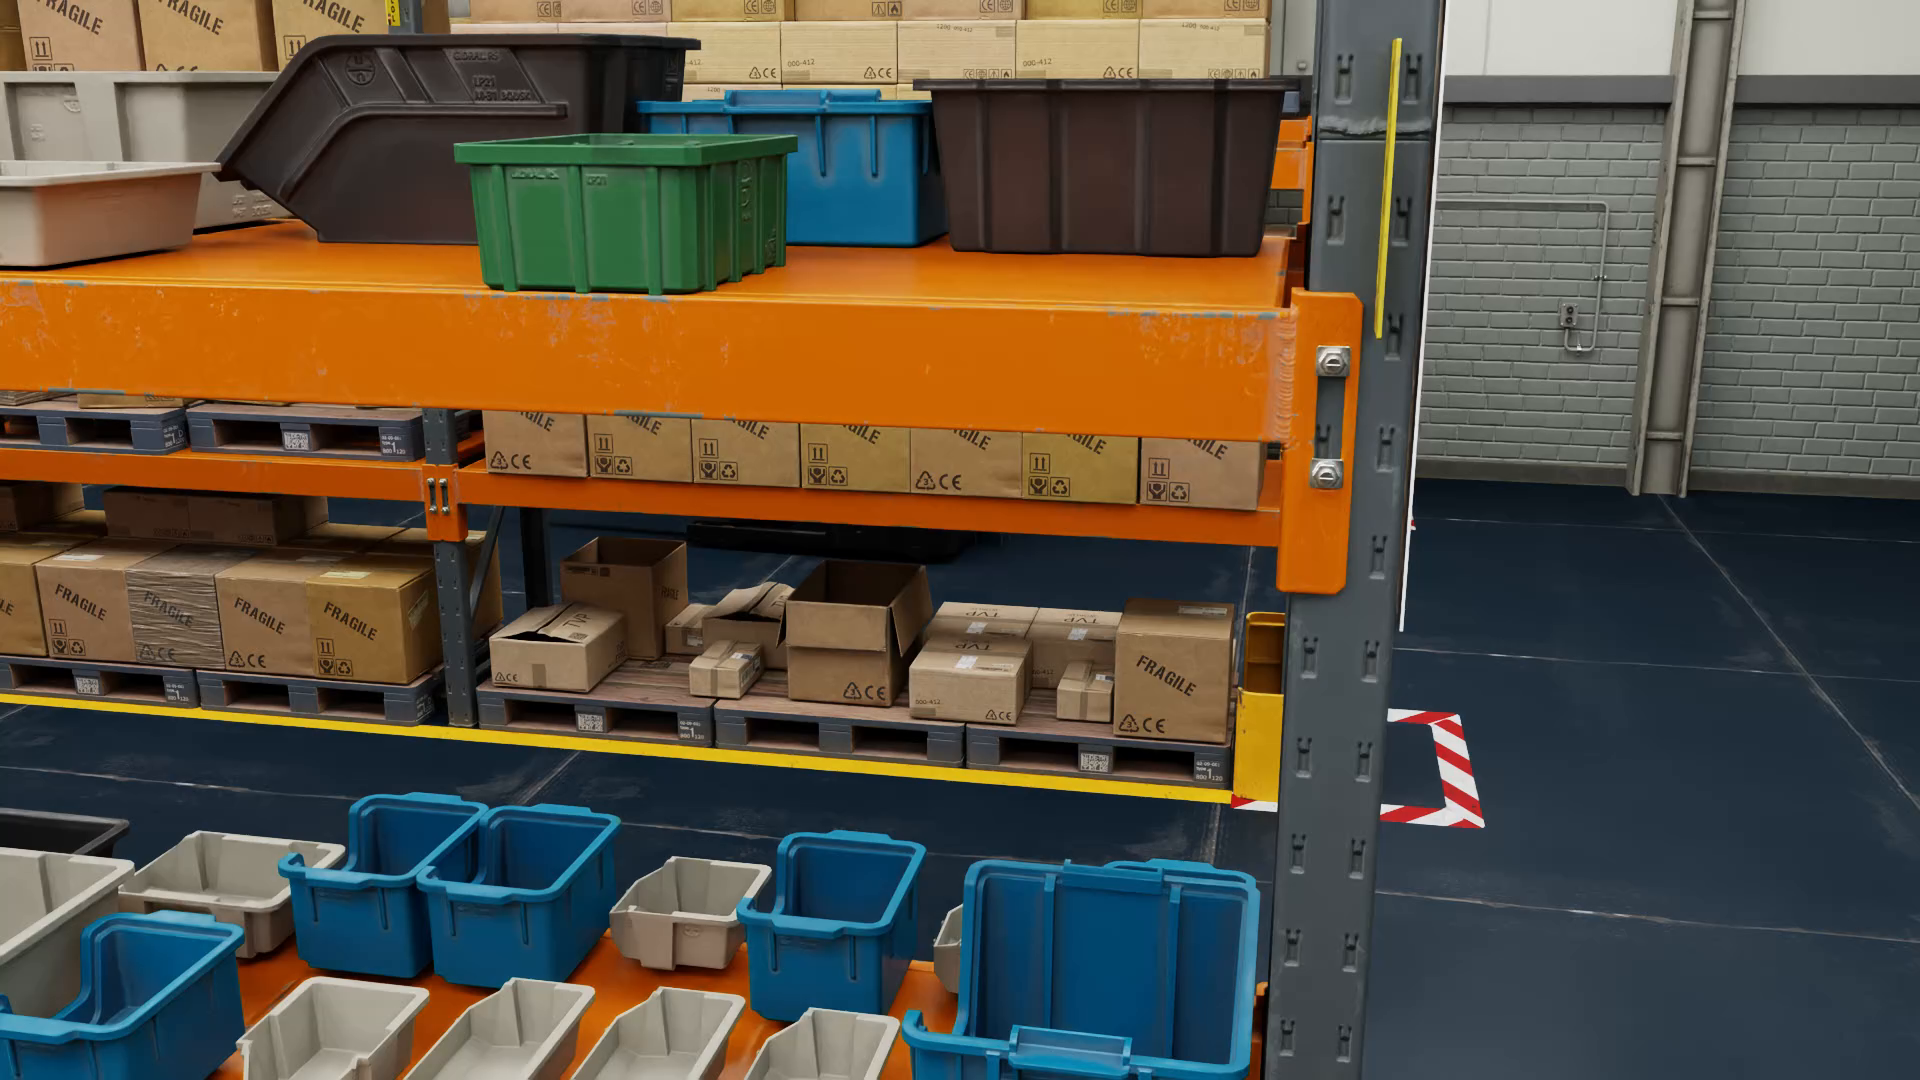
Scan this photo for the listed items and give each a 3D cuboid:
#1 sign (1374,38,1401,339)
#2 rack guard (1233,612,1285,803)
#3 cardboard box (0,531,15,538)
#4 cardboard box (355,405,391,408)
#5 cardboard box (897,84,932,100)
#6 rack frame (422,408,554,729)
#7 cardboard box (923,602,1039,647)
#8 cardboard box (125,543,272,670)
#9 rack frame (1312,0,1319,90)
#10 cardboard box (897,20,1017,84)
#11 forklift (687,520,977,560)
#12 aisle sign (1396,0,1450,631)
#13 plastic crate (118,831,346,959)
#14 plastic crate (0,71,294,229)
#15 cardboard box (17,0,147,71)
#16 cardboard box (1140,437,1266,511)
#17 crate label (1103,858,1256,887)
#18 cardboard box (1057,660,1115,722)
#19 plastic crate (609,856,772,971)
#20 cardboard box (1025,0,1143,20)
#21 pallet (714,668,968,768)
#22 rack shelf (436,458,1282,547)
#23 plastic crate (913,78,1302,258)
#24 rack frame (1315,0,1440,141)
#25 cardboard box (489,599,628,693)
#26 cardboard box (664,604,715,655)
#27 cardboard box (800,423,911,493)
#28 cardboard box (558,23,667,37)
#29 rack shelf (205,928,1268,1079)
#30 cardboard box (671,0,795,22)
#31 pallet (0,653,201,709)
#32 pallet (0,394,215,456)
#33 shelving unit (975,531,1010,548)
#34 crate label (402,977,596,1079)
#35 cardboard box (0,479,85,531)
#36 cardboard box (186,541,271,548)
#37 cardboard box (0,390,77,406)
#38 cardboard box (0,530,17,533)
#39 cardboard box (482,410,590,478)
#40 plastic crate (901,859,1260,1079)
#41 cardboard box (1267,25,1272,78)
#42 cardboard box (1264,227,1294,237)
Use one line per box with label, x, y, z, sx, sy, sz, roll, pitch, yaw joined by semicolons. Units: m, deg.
sign;0.482;-0.395;1.877;0.005;0.325;0.100;3;16;11
rack guard;1.492;0.760;7.812;0.348;0.500;1.175;3;16;11
cardboard box;-5.370;0.252;8.822;0.500;0.500;0.500;3;16;9
cardboard box;-2.773;-0.988;8.465;0.500;0.500;0.700;-2;16;-8
cardboard box;0.030;-1.825;7.123;0.500;0.250;0.500;3;16;11
rack frame;-2.353;-0.653;8.232;0.127;3.000;1.000;3;16;11
cardboard box;0.110;0.516;8.336;0.500;0.250;0.500;3;16;11
cardboard box;-3.868;0.333;8.530;0.500;0.500;0.500;3;16;12
rack frame;2.550;-4.628;11.342;0.127;3.000;1.000;3;16;11
cardboard box;0.033;-2.070;7.070;0.500;0.250;0.500;3;16;11
forklift;-1.359;-1.483;11.355;3.031;2.935;1.130;4;16;15
aisle sign;0.588;-0.317;2.149;0.004;0.787;0.394;3;16;11
plastic crate;-1.578;0.754;3.531;0.466;0.136;0.293;3;16;11
plastic crate;-1.535;-0.732;3.119;0.530;0.282;0.437;3;16;11
cardboard box;-4.140;-2.514;8.169;0.600;0.600;0.600;2;16;9
cardboard box;1.073;-0.441;7.279;0.500;0.500;0.500;4;16;13
crate label;0.400;0.807;3.159;0.303;0.233;0.416;3;16;11
cardboard box;0.606;0.703;7.818;0.250;0.166;0.380;3;16;11
plastic crate;-0.563;0.779;3.442;0.298;0.136;0.250;3;16;11
cardboard box;0.587;-2.488;7.176;0.500;0.500;0.700;3;16;11
pallet;-0.481;0.792;8.239;1.213;0.211;1.003;3;16;11
rack shelf;-0.393;-0.200;7.944;4.000;0.370;1.077;3;16;11
plastic crate;0.254;-0.621;2.741;0.590;0.269;0.497;3;16;11
rack frame;0.576;-2.036;1.986;0.127;3.000;1.000;3;16;11
cardboard box;-1.985;0.509;8.247;0.500;0.311;0.500;3;16;11
cardboard box;-1.359;0.469;8.697;0.250;0.149;0.380;3;16;11
cardboard box;-0.417;-0.523;7.573;0.500;0.500;0.500;3;16;10
cardboard box;-1.436;-2.151;7.362;0.500;0.250;0.500;3;16;11
rack shelf;-1.384;1.095;3.267;4.000;0.370;1.077;3;16;11
cardboard box;-0.916;-2.524;7.307;0.500;0.500;0.700;3;16;11
pallet;-4.357;0.593;8.957;1.213;0.211;1.003;3;16;11
pallet;-4.366;-0.671;8.657;1.213;0.211;1.003;3;16;11
shelving unit;0.225;-0.561;11.269;0.189;1.200;0.258;4;16;15
crate label;-0.818;0.929;2.899;0.243;0.136;0.396;3;16;11
cardboard box;-5.254;-0.245;9.210;0.500;0.250;0.500;4;16;13
cardboard box;-3.792;0.196;9.025;0.500;0.500;0.500;3;16;12
cardboard box;-4.775;-1.014;8.560;0.500;0.500;0.700;6;17;22
cardboard box;-5.310;0.115;9.317;0.500;0.500;0.500;4;16;13
cardboard box;-1.908;-0.603;7.863;0.500;0.500;0.500;4;16;13
plastic crate;0.211;0.840;2.662;0.499;0.435;0.616;3;16;11
cardboard box;1.115;-2.150;7.361;0.500;0.250;0.500;3;16;11
cardboard box;2.048;-1.906;12.191;0.700;0.700;0.980;4;16;14
